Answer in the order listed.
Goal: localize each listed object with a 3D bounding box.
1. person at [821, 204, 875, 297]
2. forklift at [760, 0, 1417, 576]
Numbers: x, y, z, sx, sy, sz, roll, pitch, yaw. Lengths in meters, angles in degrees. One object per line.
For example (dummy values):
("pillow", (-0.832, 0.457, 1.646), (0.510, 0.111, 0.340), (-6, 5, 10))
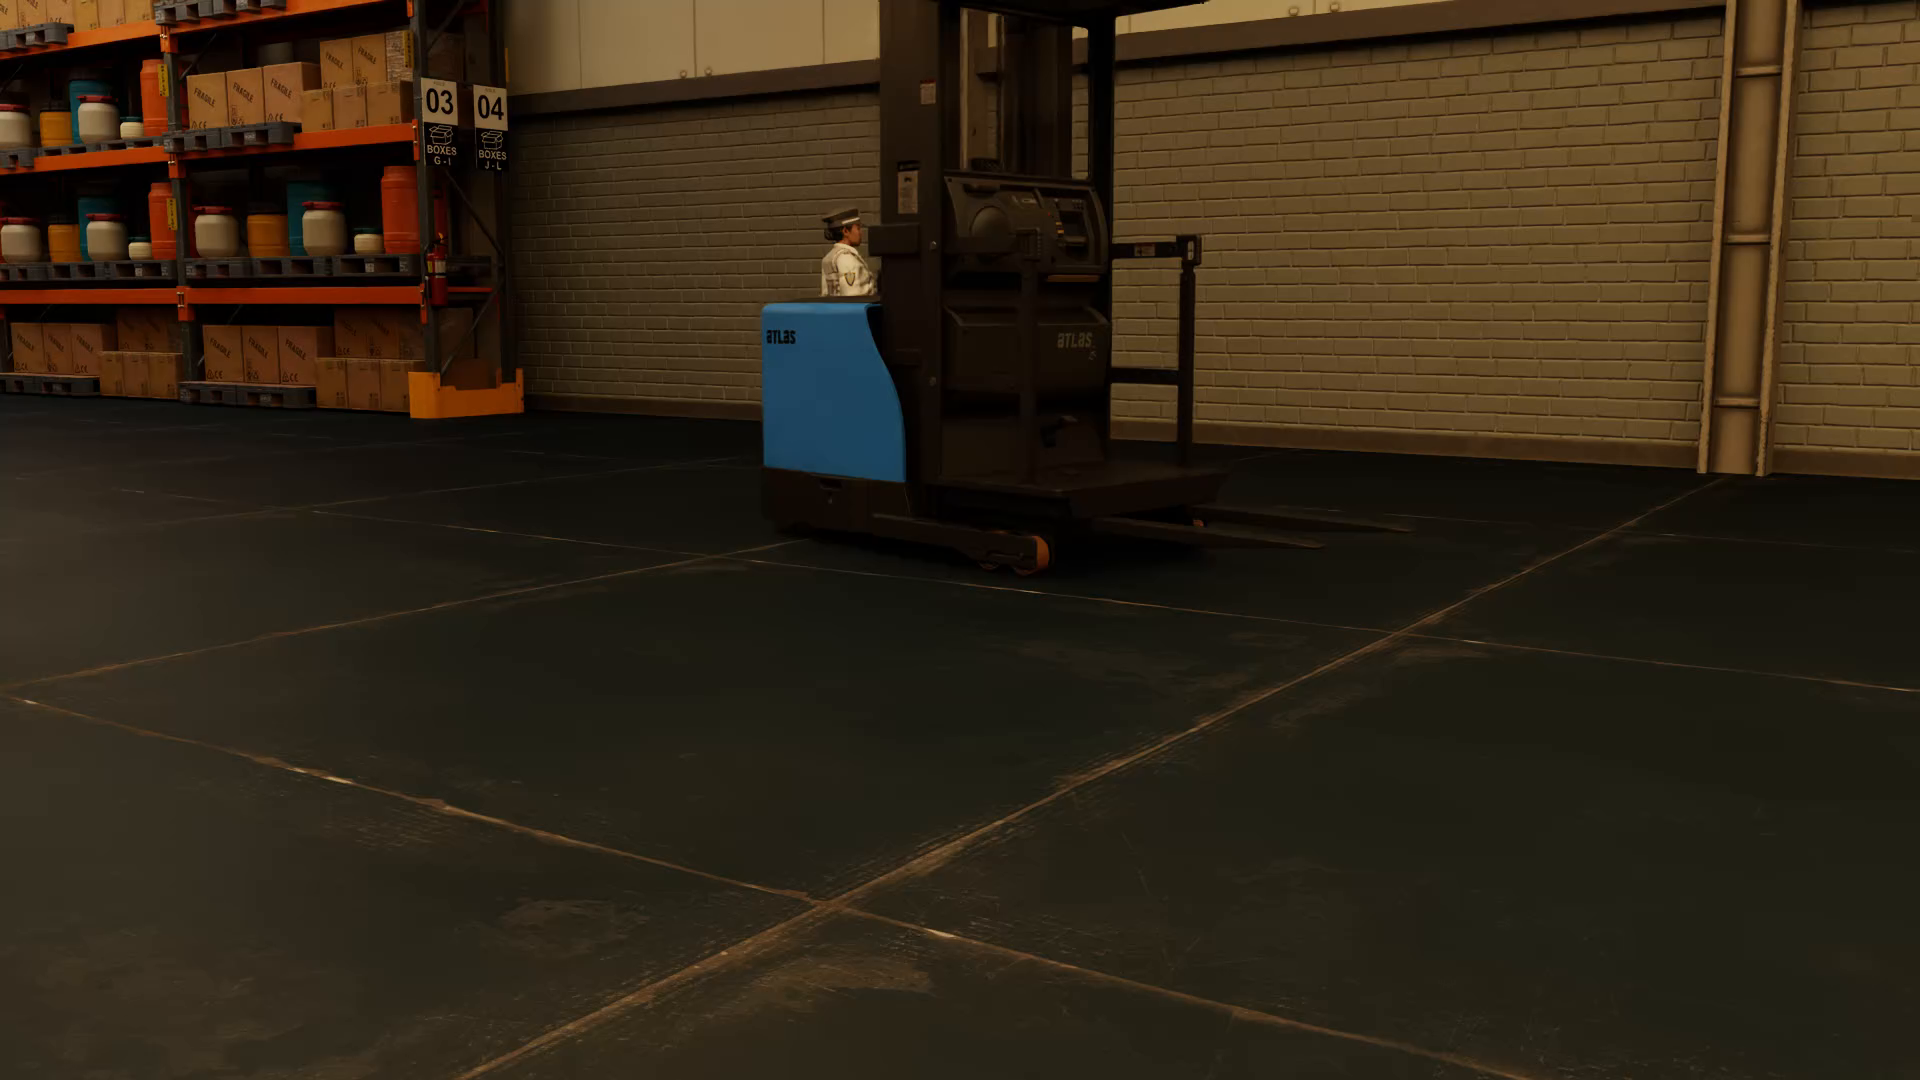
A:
("person", (-0.704, -1.268, 10.532), (0.332, 1.691, 0.469), (-3, 9, -22))
("forklift", (0.440, -1.390, 6.968), (1.130, 2.935, 3.031), (-8, 11, -43))
